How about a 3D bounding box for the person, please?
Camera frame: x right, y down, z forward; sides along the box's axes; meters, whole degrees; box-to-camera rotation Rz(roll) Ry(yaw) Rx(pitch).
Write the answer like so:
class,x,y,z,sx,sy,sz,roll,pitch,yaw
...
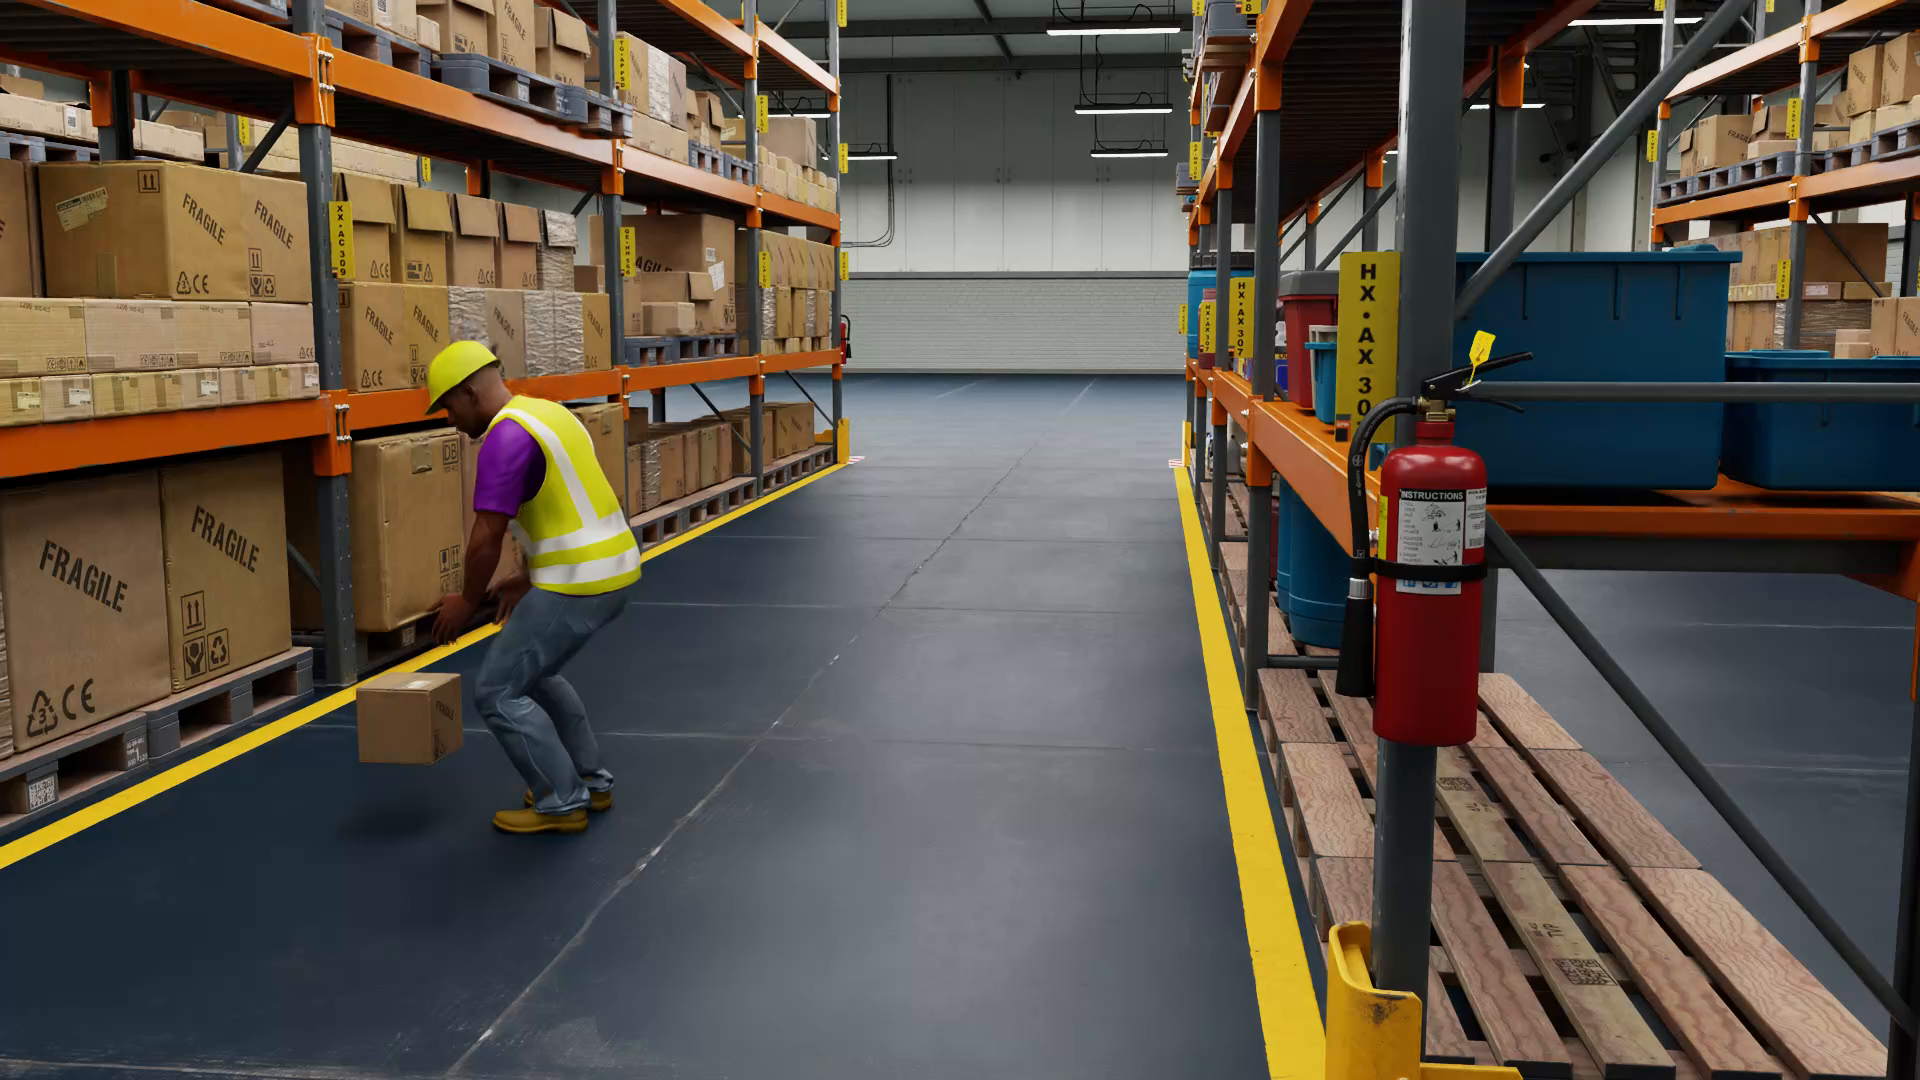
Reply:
class,x,y,z,sx,sy,sz,roll,pitch,yaw
person,-1.376,0.115,5.352,0.644,1.505,0.621,1,8,7
